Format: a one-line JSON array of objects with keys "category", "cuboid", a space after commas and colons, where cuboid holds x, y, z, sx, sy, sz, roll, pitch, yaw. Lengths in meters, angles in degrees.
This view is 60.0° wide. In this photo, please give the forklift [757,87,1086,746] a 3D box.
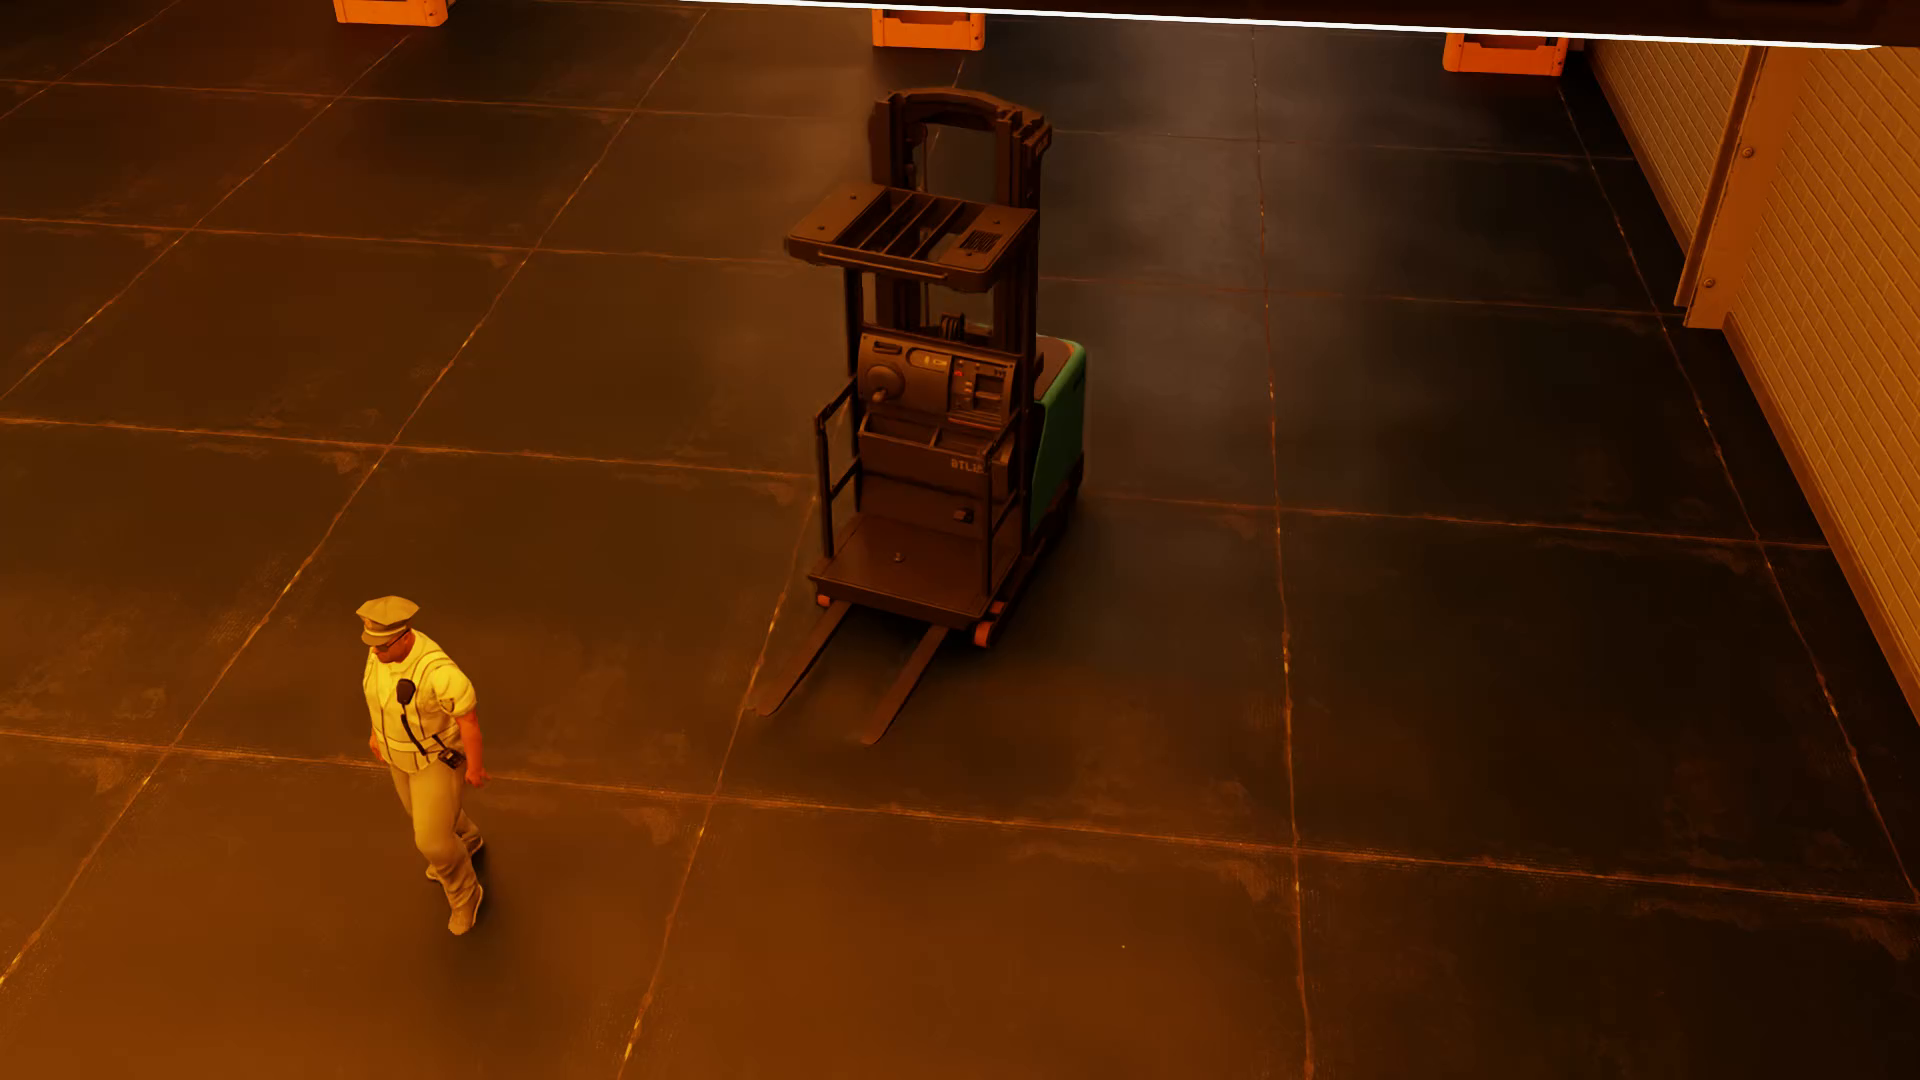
[{"category": "forklift", "cuboid": [-0.214, -0.836, 9.164, 1.130, 2.935, 3.031, 13, 38, 17]}]

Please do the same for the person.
[{"category": "person", "cuboid": [-2.507, 1.019, 7.720, 0.633, 1.813, 0.534, 23, 42, 28]}]
